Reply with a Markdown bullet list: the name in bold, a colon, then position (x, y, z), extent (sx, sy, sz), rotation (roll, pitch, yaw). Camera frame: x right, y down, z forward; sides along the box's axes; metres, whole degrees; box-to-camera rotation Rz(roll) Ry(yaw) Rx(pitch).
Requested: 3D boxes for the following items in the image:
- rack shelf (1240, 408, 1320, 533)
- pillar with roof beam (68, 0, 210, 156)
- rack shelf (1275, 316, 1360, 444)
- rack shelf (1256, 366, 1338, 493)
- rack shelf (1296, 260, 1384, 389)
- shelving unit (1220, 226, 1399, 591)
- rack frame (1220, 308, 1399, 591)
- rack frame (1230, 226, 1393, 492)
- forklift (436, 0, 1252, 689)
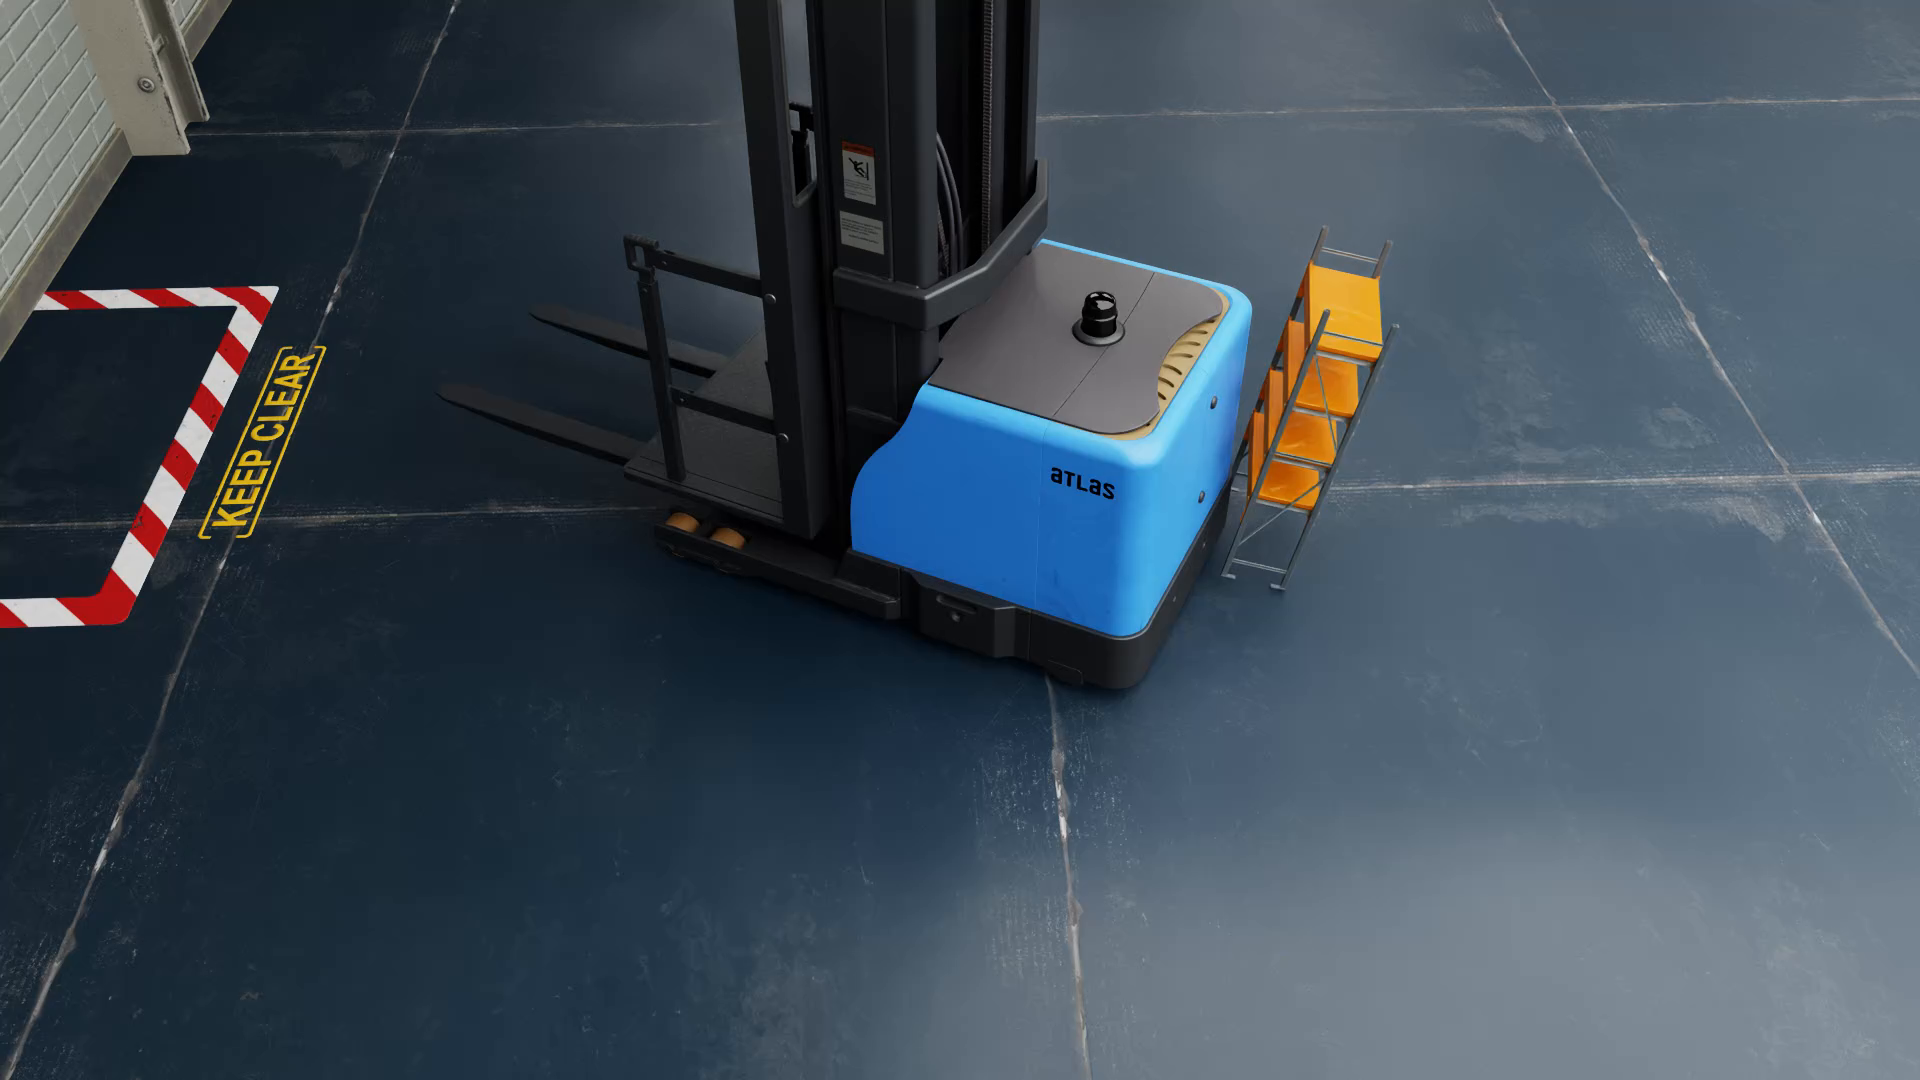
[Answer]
- **rack shelf**: position (1.156, -0.247, 5.997), extent (0.258, 0.148, 0.480), rotation (13, 43, 0)
- **pillar with roof beam**: position (0.250, -5.512, 5.603), extent (9.100, 9.000, 0.400), rotation (-2, 43, -2)
- **rack shelf**: position (1.225, -0.547, 5.707), extent (0.258, 0.148, 0.480), rotation (13, 43, 0)
- **rack shelf**: position (1.188, -0.388, 5.861), extent (0.258, 0.148, 0.480), rotation (13, 43, 0)
- **rack shelf**: position (1.264, -0.714, 5.545), extent (0.258, 0.148, 0.480), rotation (13, 43, 0)
- **shelving unit**: position (1.200, -0.436, 5.814), extent (0.258, 1.200, 0.503), rotation (13, 43, 0)
- **rack frame**: position (1.163, -0.272, 5.637), extent (0.240, 1.200, 0.015), rotation (13, 43, 0)
- **rack frame**: position (1.236, -0.599, 5.992), extent (0.240, 1.200, 0.015), rotation (13, 43, 0)
- **forklift**: position (-0.562, -1.262, 5.458), extent (3.031, 2.935, 1.130), rotation (18, 45, 19)
